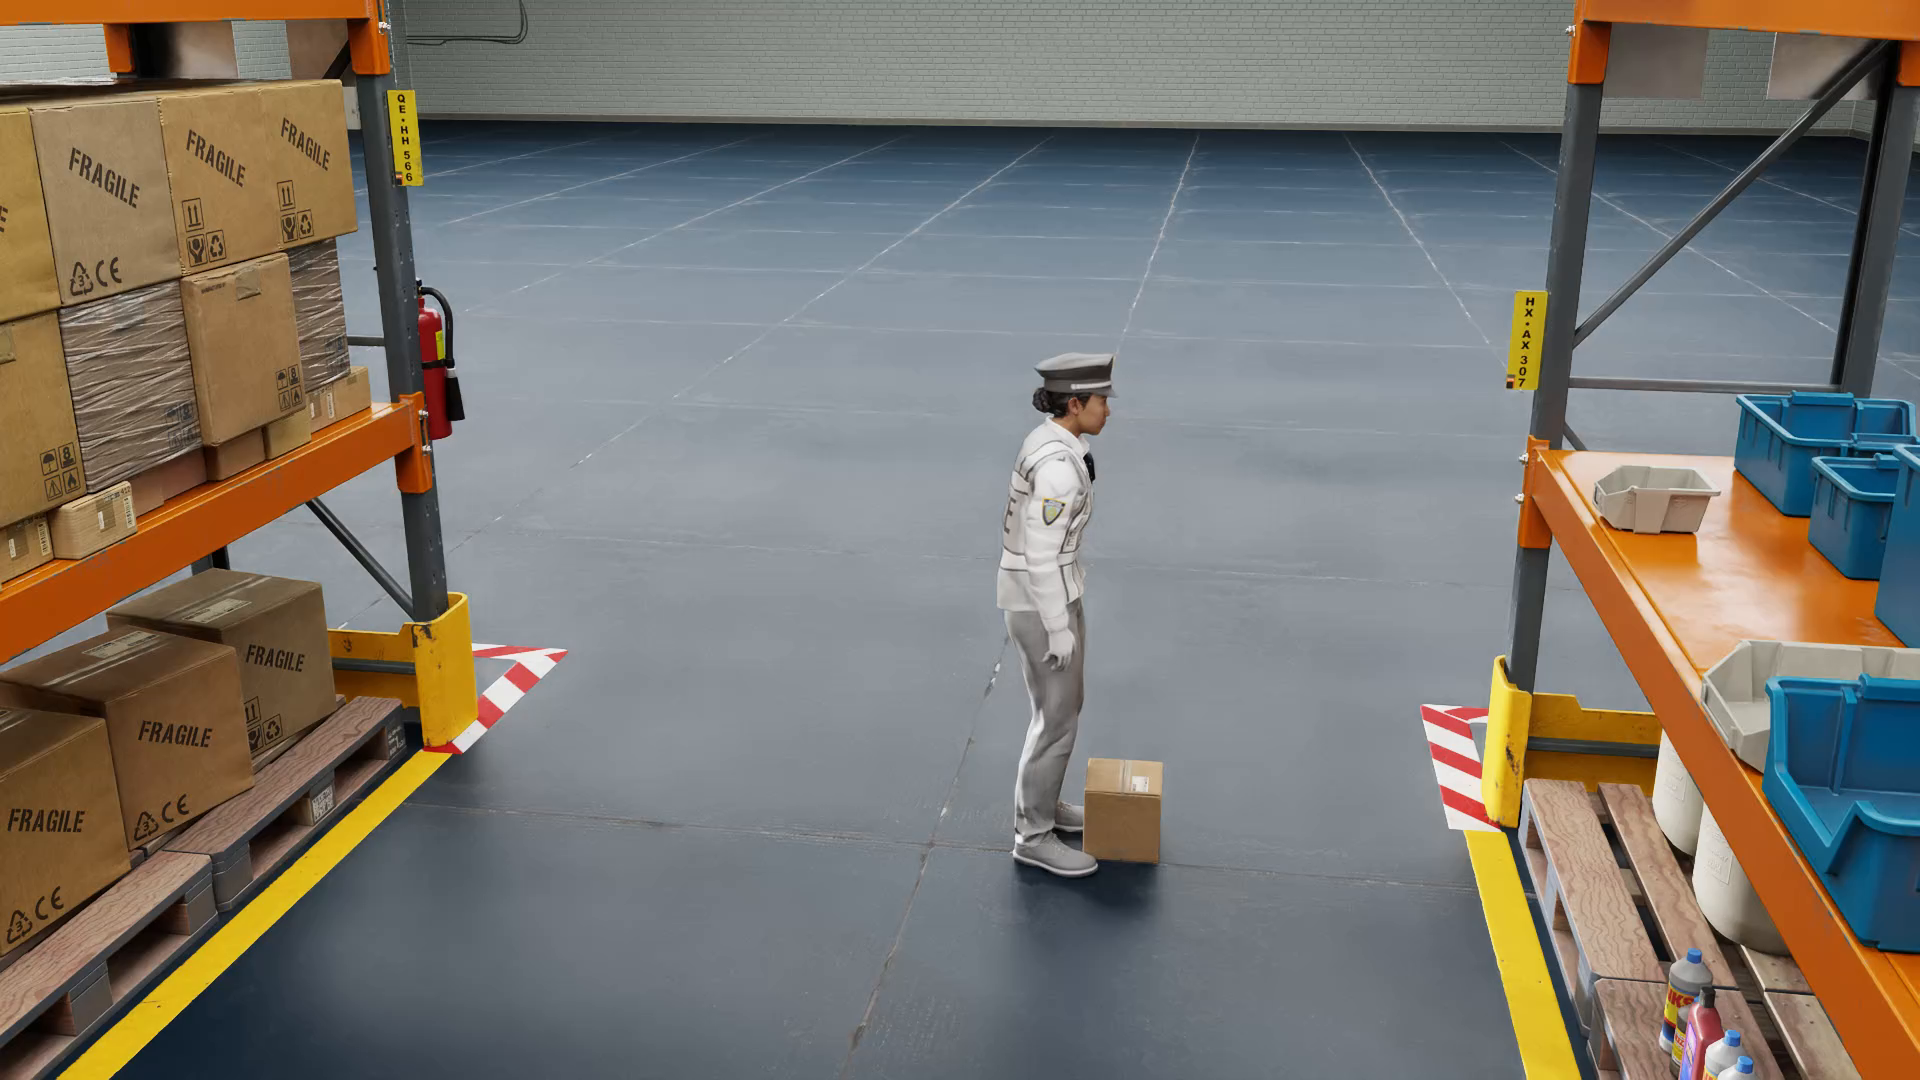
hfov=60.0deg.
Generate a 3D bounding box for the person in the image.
[{"bbox_3d":[0.306,0.220,5.375,0.373,1.661,0.538,2,18,6],"label":"person"}]
